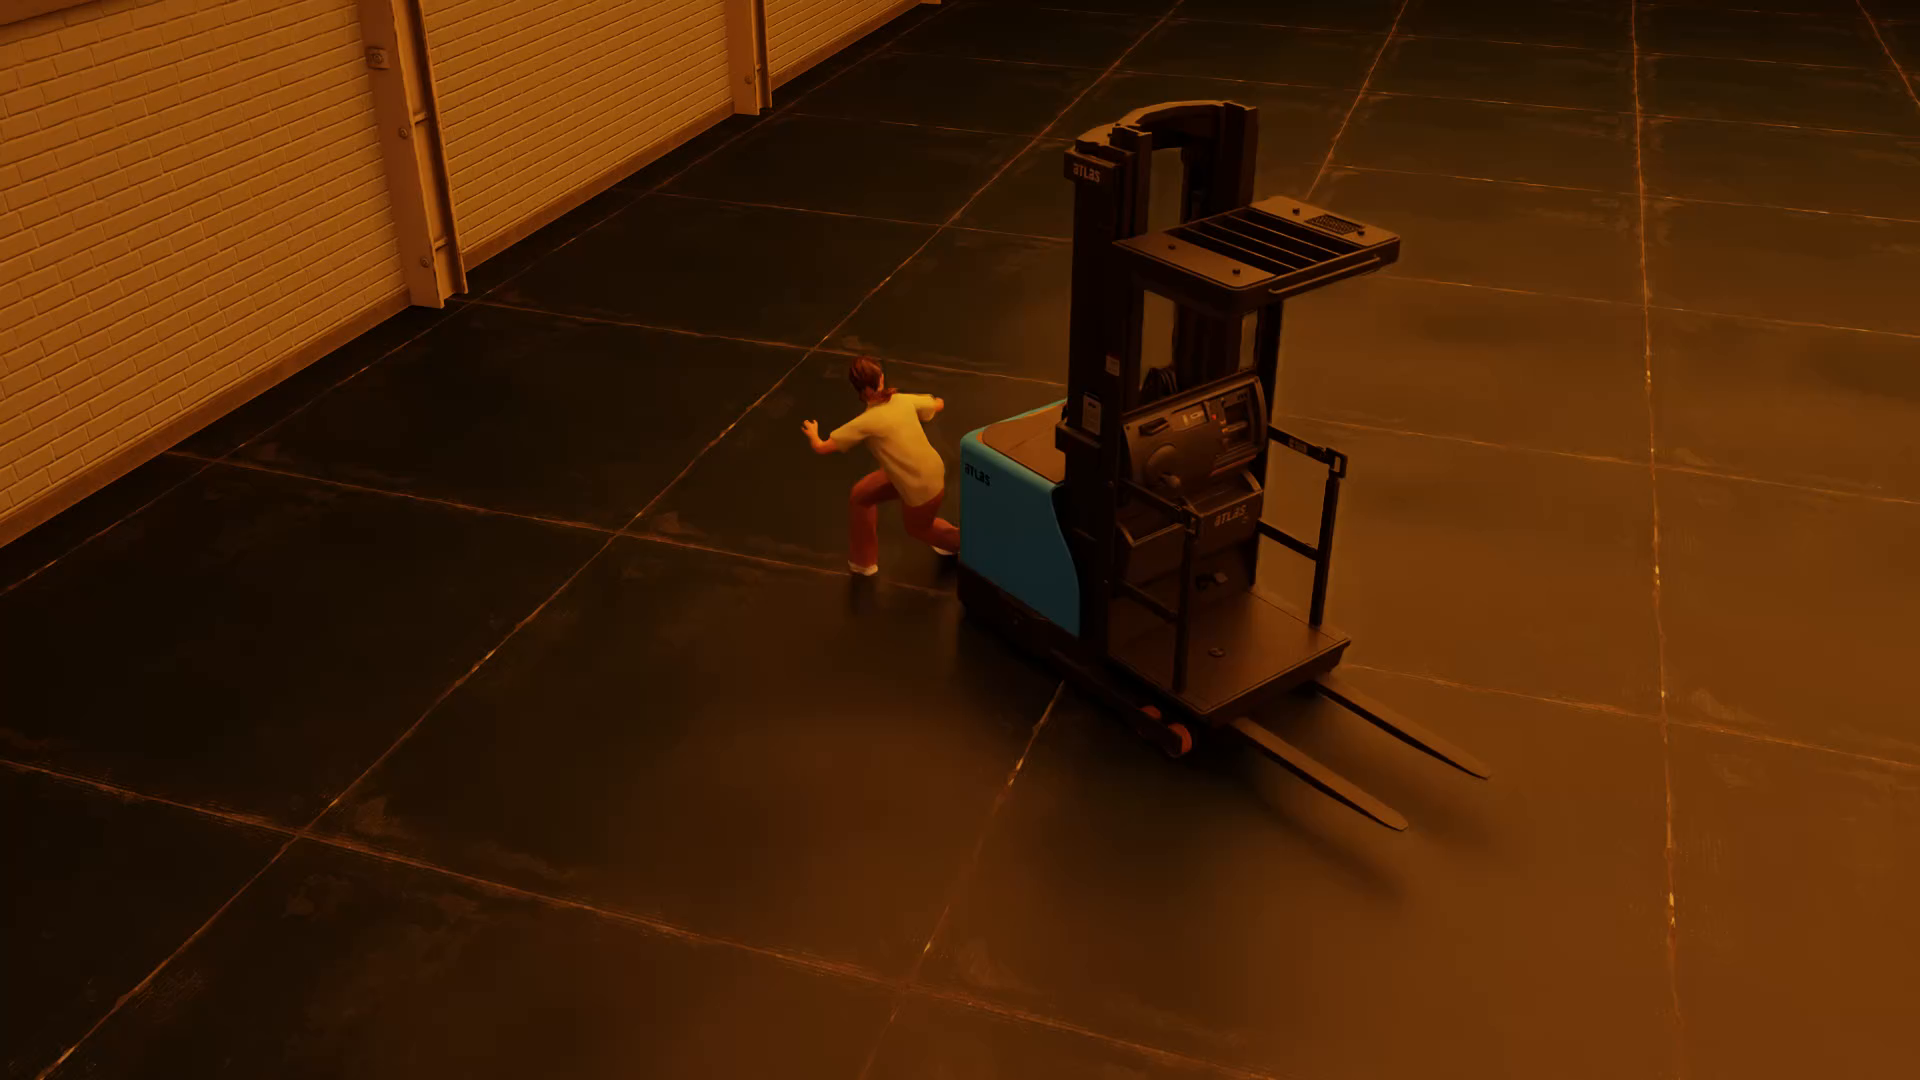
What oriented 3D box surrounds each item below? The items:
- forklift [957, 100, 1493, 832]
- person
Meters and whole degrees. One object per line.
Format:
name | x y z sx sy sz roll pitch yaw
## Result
forklift | 1.286 -0.480 7.978 1.130 2.935 3.031 -21 36 -32
person | -0.420 -0.415 9.361 0.879 1.422 0.887 9 31 16
